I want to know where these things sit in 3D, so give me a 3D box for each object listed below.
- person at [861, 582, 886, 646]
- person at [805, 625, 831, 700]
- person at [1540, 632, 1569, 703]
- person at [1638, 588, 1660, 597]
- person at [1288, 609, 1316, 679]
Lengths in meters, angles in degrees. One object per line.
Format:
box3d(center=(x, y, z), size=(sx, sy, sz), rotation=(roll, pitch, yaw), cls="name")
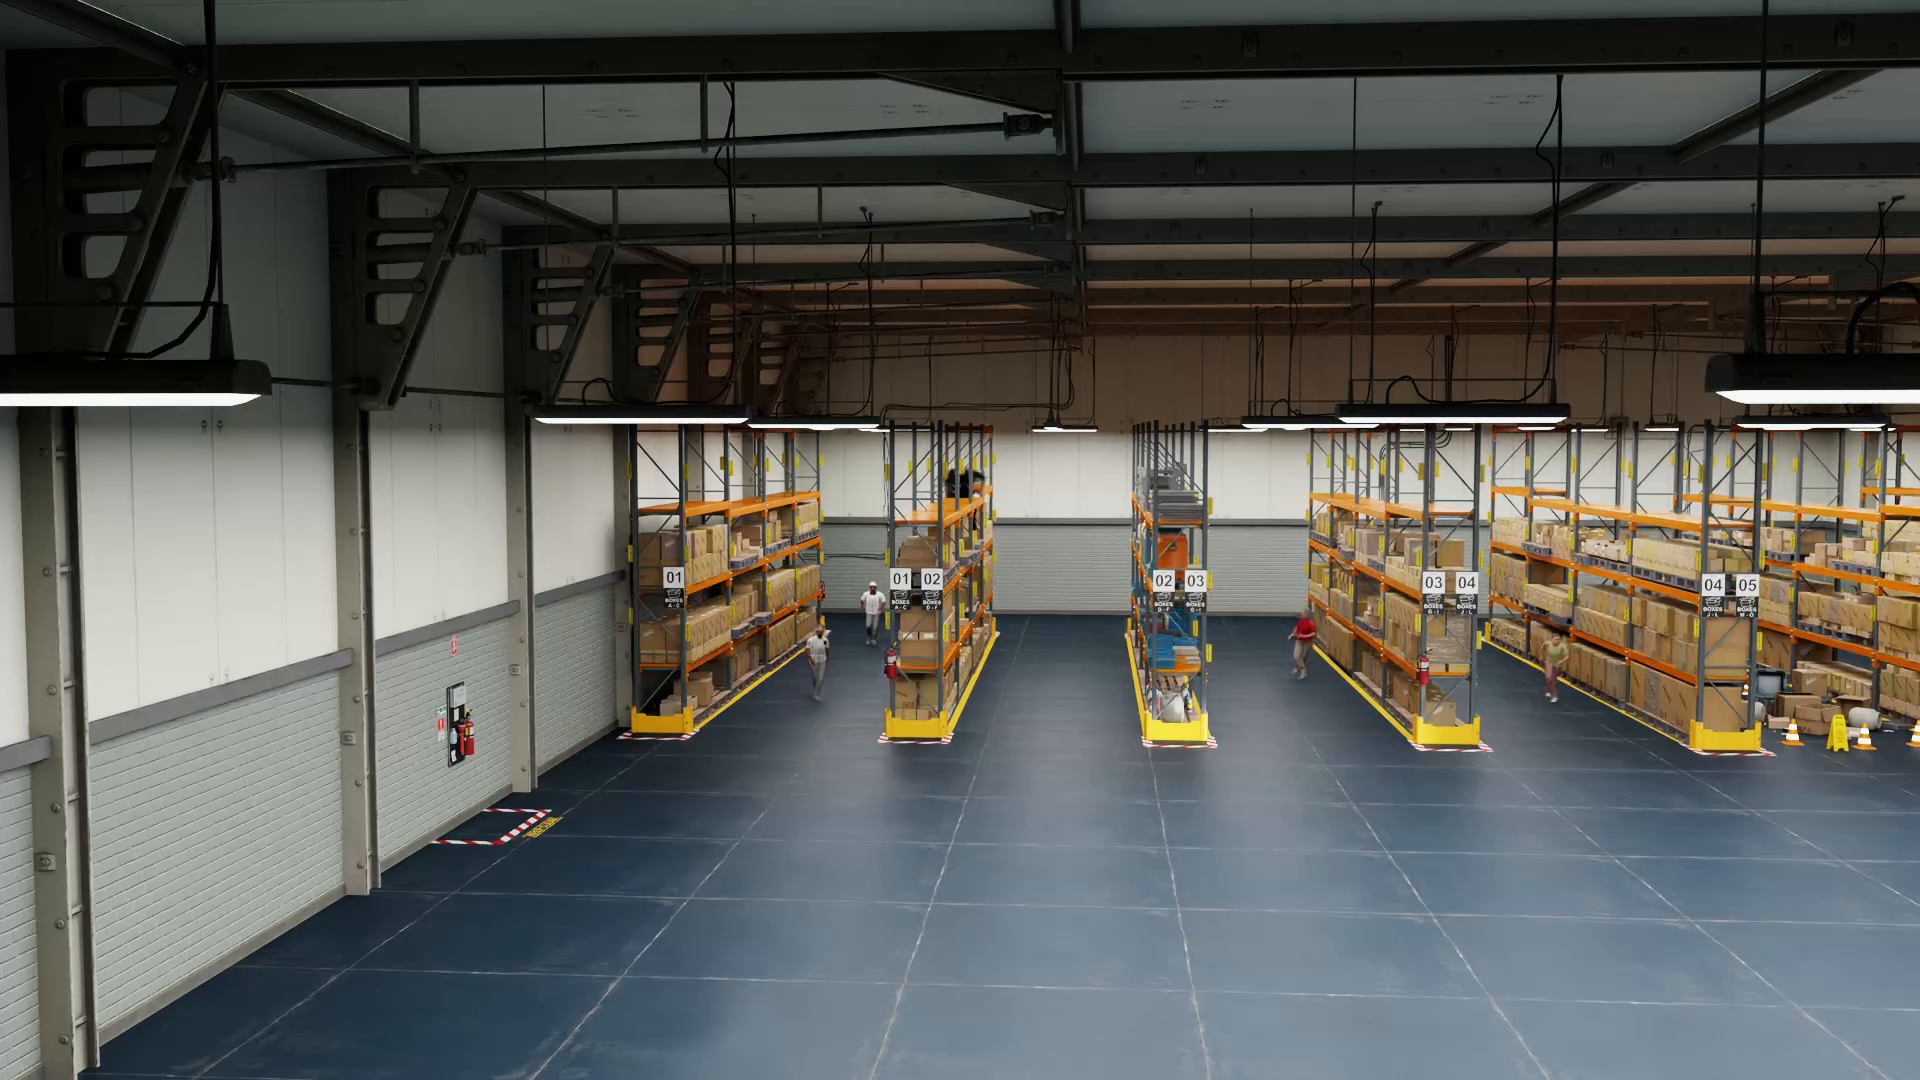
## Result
box3d(center=(-2.354, 2.001, 45.040), size=(0.706, 1.744, 0.641), rotation=(0, 4, 1), cls="person")
box3d(center=(-3.092, 2.633, 36.130), size=(0.567, 1.644, 0.569), rotation=(-1, 4, -14), cls="person")
box3d(center=(12.752, 2.691, 35.699), size=(0.584, 1.512, 1.013), rotation=(1, 4, 16), cls="person")
box3d(center=(19.573, 1.857, 47.347), size=(0.866, 1.821, 0.728), rotation=(1, 4, 14), cls="person")
box3d(center=(8.086, 2.445, 39.177), size=(0.782, 1.671, 0.672), rotation=(3, 4, 36), cls="person")
